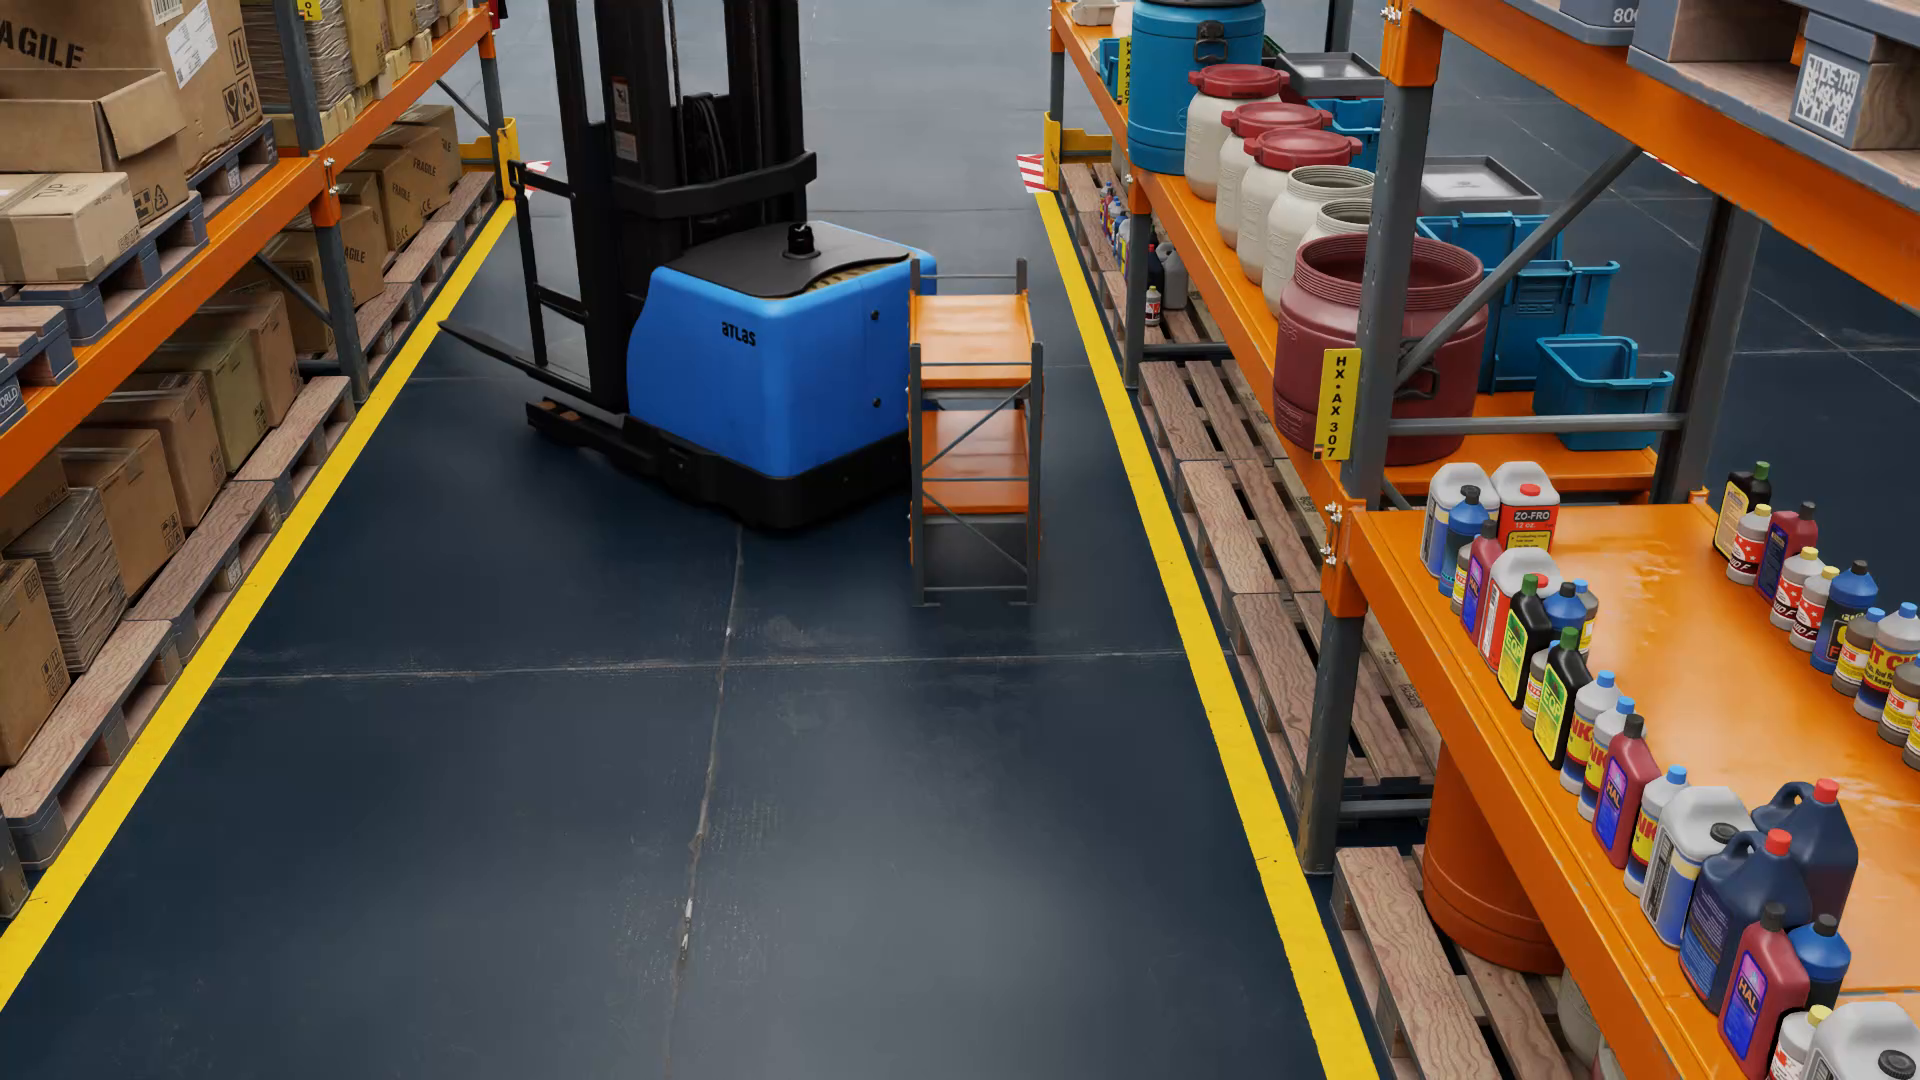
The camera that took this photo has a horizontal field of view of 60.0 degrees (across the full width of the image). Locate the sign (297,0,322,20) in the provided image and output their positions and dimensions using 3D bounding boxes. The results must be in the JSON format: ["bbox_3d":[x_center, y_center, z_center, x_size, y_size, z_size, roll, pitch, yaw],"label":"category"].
[{"bbox_3d":[-3.024,-2.568,7.678,0.100,0.325,0.005,-1,28,-3],"label":"sign"}]

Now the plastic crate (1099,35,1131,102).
[{"bbox_3d":[1.039,-2.598,9.148,0.499,0.251,0.616,-1,28,-3],"label":"plastic crate"}]

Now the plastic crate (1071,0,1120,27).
[{"bbox_3d":[0.885,-3.468,10.941,0.298,0.136,0.250,-1,28,-3],"label":"plastic crate"}]

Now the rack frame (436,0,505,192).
[{"bbox_3d":[-3.787,-3.887,11.458,1.000,3.000,0.127,-1,28,-3],"label":"rack frame"}]

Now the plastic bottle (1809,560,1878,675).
[{"bbox_3d":[2.034,0.172,3.816,0.097,0.271,0.097,0,28,0],"label":"plastic bottle"}]

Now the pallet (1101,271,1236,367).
[{"bbox_3d":[1.375,-1.234,9.387,1.003,0.211,1.213,-1,28,-3],"label":"pallet"}]

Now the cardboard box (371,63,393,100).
[{"bbox_3d":[-3.324,-2.497,9.065,0.380,0.149,0.250,-1,28,-3],"label":"cardboard box"}]

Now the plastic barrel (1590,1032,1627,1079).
[{"bbox_3d":[1.678,1.318,3.632,0.600,0.588,0.708,-1,28,-3],"label":"plastic barrel"}]

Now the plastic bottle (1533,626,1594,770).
[{"bbox_3d":[1.274,0.331,3.498,0.061,0.283,0.133,-1,28,-3],"label":"plastic bottle"}]

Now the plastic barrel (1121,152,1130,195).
[{"bbox_3d":[1.296,-2.556,11.143,0.421,0.512,0.421,0,28,0],"label":"plastic barrel"}]

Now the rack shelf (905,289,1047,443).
[{"bbox_3d":[0.049,-0.728,6.797,0.538,0.278,1.000,-1,28,-1],"label":"rack shelf"}]

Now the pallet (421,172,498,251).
[{"bbox_3d":[-3.776,-2.239,11.315,1.003,0.211,1.213,-1,28,-3],"label":"pallet"}]

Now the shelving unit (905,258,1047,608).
[{"bbox_3d":[0.049,-0.469,6.932,0.538,1.125,1.048,-1,28,-1],"label":"shelving unit"}]

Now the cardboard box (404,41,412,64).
[{"bbox_3d":[-3.439,-2.841,9.726,0.380,0.149,0.250,-1,28,-3],"label":"cardboard box"}]

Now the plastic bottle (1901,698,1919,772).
[{"bbox_3d":[2.054,0.383,3.487,0.097,0.201,0.097,0,28,0],"label":"plastic bottle"}]

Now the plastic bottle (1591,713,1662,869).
[{"bbox_3d":[1.291,0.482,3.208,0.061,0.283,0.133,-1,28,-3],"label":"plastic bottle"}]

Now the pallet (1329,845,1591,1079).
[{"bbox_3d":[1.660,1.288,4.553,1.003,0.211,1.213,-1,28,-3],"label":"pallet"}]

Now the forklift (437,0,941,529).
[{"bbox_3d":[-1.508,-1.918,7.758,3.031,2.935,1.130,23,35,37],"label":"forklift"}]

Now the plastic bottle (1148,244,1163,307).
[{"bbox_3d":[1.047,-1.470,9.214,0.144,0.351,0.185,-2,28,-4],"label":"plastic bottle"}]

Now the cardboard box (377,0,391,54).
[{"bbox_3d":[-3.658,-2.885,9.108,0.875,0.500,0.500,-1,28,-3],"label":"cardboard box"}]

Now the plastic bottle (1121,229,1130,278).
[{"bbox_3d":[1.020,-1.708,9.669,0.144,0.351,0.185,-2,28,-3],"label":"plastic bottle"}]

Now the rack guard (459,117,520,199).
[{"bbox_3d":[-3.783,-2.743,11.969,1.175,0.500,0.348,-1,28,-3],"label":"rack guard"}]

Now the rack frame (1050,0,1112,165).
[{"bbox_3d":[1.159,-4.006,11.688,1.000,3.000,0.127,-1,28,-3],"label":"rack frame"}]

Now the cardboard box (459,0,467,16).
[{"bbox_3d":[-3.566,-3.649,11.274,0.380,0.149,0.250,-1,28,-3],"label":"cardboard box"}]

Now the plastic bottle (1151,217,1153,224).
[{"bbox_3d":[1.121,-1.756,9.835,0.061,0.283,0.133,-1,28,-3],"label":"plastic bottle"}]

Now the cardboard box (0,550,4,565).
[{"bbox_3d":[-3.434,0.080,5.269,0.500,0.250,0.500,0,28,-1],"label":"cardboard box"}]

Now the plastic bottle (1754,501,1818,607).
[{"bbox_3d":[2.036,0.023,4.088,0.061,0.283,0.133,-1,28,-3],"label":"plastic bottle"}]

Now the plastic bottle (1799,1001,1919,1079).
[{"bbox_3d":[1.378,0.845,2.519,0.152,0.276,0.135,-1,28,-3],"label":"plastic bottle"}]

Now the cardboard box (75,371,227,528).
[{"bbox_3d":[-3.532,-0.363,6.930,0.700,0.500,0.500,-4,28,-7],"label":"cardboard box"}]

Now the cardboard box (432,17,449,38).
[{"bbox_3d":[-3.491,-3.303,10.611,0.380,0.149,0.250,-1,28,-3],"label":"cardboard box"}]

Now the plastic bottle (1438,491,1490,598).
[{"bbox_3d":[1.255,0.007,4.132,0.097,0.271,0.097,0,28,0],"label":"plastic bottle"}]

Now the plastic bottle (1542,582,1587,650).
[{"bbox_3d":[1.340,0.219,3.725,0.097,0.271,0.097,0,28,0],"label":"plastic bottle"}]

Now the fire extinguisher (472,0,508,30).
[{"bbox_3d":[-3.333,-3.916,11.599,0.296,0.674,0.183,-1,28,-3],"label":"fire extinguisher"}]

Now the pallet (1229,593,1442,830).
[{"bbox_3d":[1.575,0.566,5.937,1.003,0.211,1.213,-1,28,-3],"label":"pallet"}]

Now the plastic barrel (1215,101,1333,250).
[{"bbox_3d":[1.237,-1.433,6.607,0.433,0.535,0.433,0,28,0],"label":"plastic barrel"}]

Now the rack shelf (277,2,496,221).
[{"bbox_3d":[-3.683,-2.644,9.854,1.077,0.370,4.000,-1,28,-3],"label":"rack shelf"}]

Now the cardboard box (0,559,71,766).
[{"bbox_3d":[-3.424,0.412,5.443,0.700,0.500,0.500,-3,28,-5],"label":"cardboard box"}]

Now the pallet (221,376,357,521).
[{"bbox_3d":[-3.536,-0.443,7.872,1.003,0.211,1.213,-1,28,-3],"label":"pallet"}]

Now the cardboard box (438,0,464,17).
[{"bbox_3d":[-3.640,-3.580,10.441,0.875,0.500,0.500,-1,28,-3],"label":"cardboard box"}]

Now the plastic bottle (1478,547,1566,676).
[{"bbox_3d":[1.301,0.165,3.825,0.152,0.276,0.135,-1,28,-3],"label":"plastic bottle"}]

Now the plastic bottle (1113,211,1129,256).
[{"bbox_3d":[0.976,-1.849,10.025,0.097,0.271,0.097,0,28,0],"label":"plastic bottle"}]

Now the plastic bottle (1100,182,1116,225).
[{"bbox_3d":[0.943,-2.147,10.597,0.097,0.271,0.097,0,28,0],"label":"plastic bottle"}]

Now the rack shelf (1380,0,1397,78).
[{"bbox_3d":[1.472,-2.246,5.848,1.077,0.370,4.000,-1,28,-3],"label":"rack shelf"}]

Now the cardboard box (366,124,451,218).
[{"bbox_3d":[-3.706,-2.400,10.858,0.500,0.500,0.500,6,28,11],"label":"cardboard box"}]

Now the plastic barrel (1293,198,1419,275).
[{"bbox_3d":[1.310,-0.831,5.479,0.421,0.512,0.421,0,28,0],"label":"plastic barrel"}]

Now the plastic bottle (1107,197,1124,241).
[{"bbox_3d":[0.961,-1.988,10.293,0.097,0.271,0.097,0,28,0],"label":"plastic bottle"}]

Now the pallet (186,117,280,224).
[{"bbox_3d":[-3.684,-1.598,7.277,1.003,0.211,1.213,-1,28,-3],"label":"pallet"}]

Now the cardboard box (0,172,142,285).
[{"bbox_3d":[-3.227,-1.091,5.807,0.500,0.250,0.500,-2,28,-4],"label":"cardboard box"}]

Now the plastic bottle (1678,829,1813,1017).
[{"bbox_3d":[1.353,0.632,2.848,0.144,0.351,0.185,-1,28,-3],"label":"plastic bottle"}]

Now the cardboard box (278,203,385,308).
[{"bbox_3d":[-3.597,-1.567,9.260,0.500,0.500,0.500,7,28,14],"label":"cardboard box"}]

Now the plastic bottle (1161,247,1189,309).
[{"bbox_3d":[1.191,-1.473,9.220,0.144,0.351,0.185,-1,28,-3],"label":"plastic bottle"}]

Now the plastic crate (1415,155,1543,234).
[{"bbox_3d":[1.798,-1.094,6.034,0.402,0.464,0.583,-1,28,-3],"label":"plastic crate"}]

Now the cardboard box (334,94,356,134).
[{"bbox_3d":[-3.289,-2.150,8.401,0.380,0.149,0.250,-1,28,-3],"label":"cardboard box"}]
